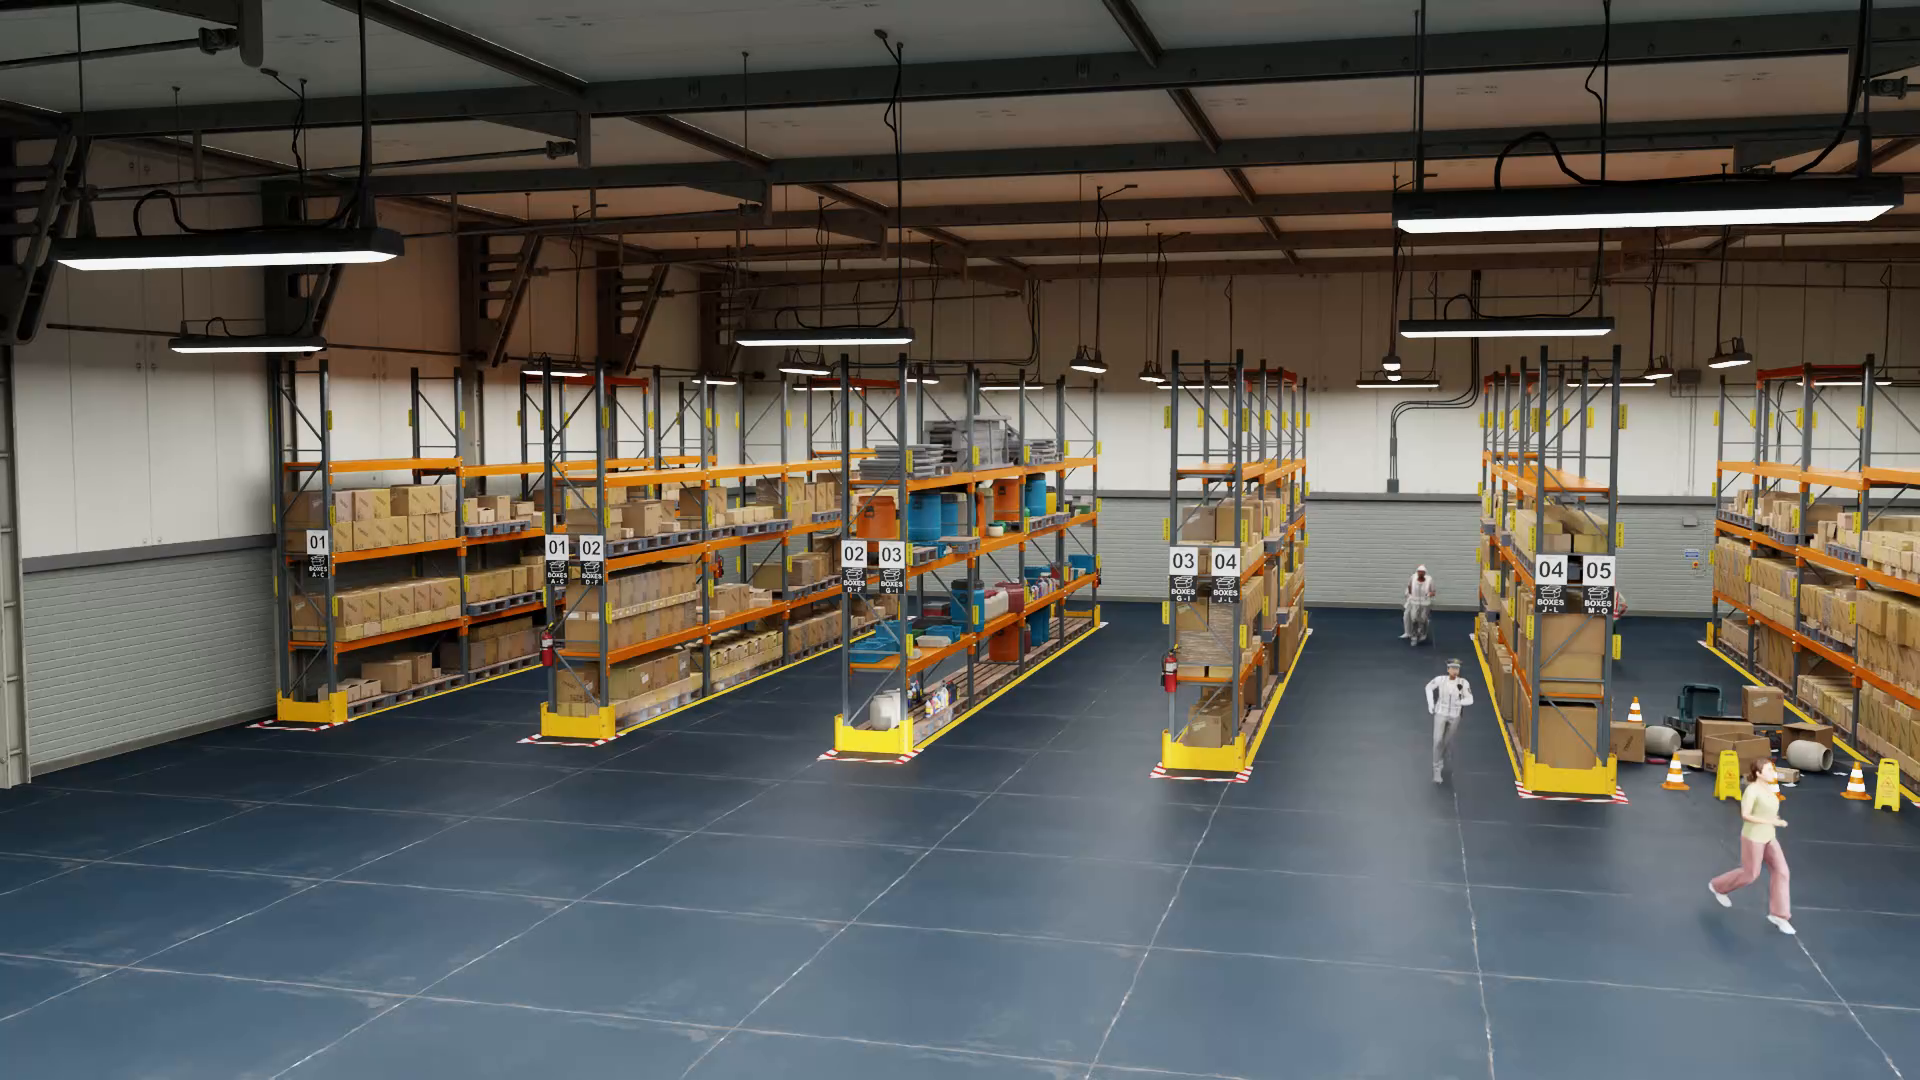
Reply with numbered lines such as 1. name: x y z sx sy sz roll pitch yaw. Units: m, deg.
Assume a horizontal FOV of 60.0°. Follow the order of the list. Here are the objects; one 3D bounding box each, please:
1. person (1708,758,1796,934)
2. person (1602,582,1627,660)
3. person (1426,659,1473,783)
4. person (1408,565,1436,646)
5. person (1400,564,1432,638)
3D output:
1. person: 7.895 3.012 16.537 0.608 1.680 0.922 -3 5 -37
2. person: 13.452 1.650 34.486 0.651 1.747 0.692 1 4 8
3. person: 6.863 2.497 23.323 0.631 1.718 0.884 1 4 11
4. person: 10.282 1.467 37.063 0.608 1.821 0.872 1 4 18
5. person: 10.564 1.404 38.222 0.763 1.727 0.756 -3 5 -39
